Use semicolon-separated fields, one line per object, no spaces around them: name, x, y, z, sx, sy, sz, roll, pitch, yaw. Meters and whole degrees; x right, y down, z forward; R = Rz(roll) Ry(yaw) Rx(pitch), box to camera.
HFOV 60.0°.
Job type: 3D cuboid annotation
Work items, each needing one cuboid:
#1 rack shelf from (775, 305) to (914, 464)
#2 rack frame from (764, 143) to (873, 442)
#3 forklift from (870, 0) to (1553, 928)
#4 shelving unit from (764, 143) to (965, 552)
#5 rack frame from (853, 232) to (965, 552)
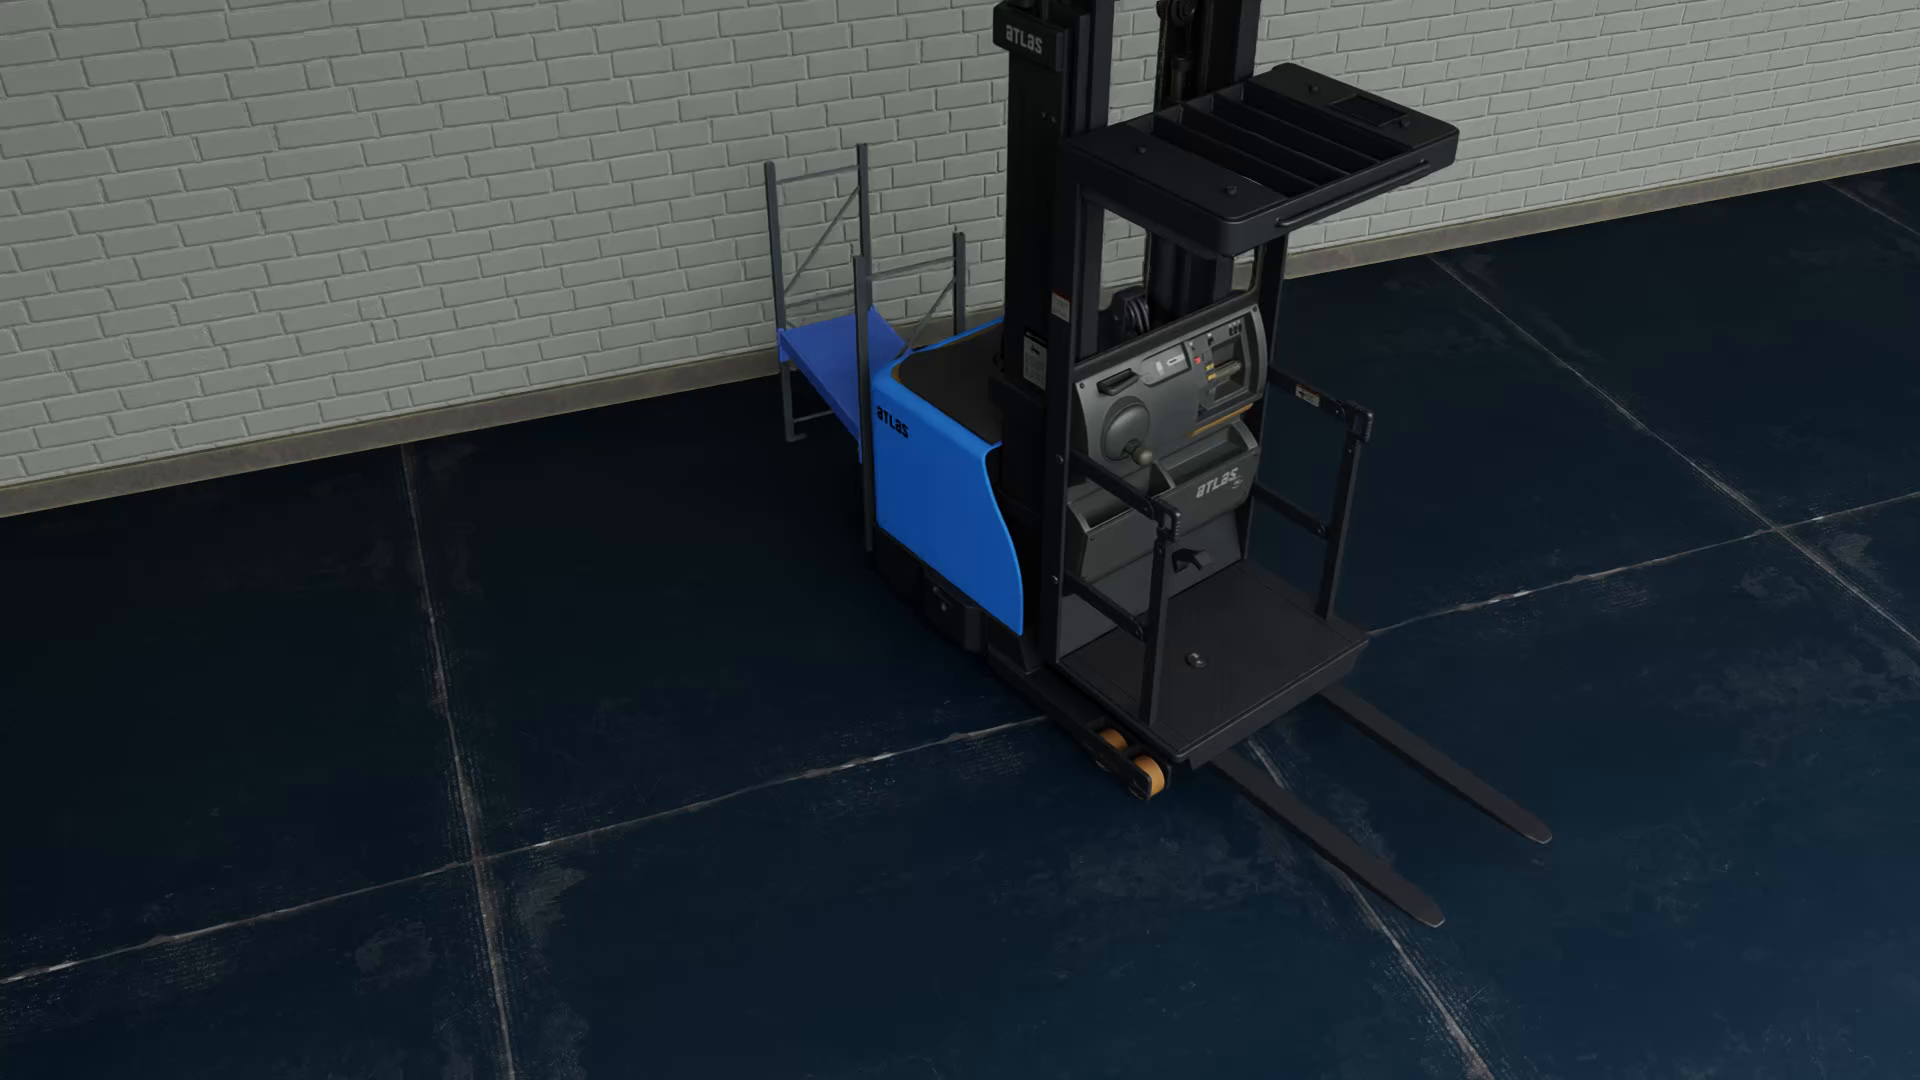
rack shelf;-0.434;-0.750;7.798;0.538;0.185;1.000;-17;40;-21
rack frame;-0.658;-1.168;8.054;0.500;1.500;0.032;-17;40;-21
forklift;0.923;-0.514;5.997;1.130;2.935;3.031;-26;44;-30
shelving unit;-0.434;-0.893;7.689;0.538;1.500;1.048;-17;40;-21
rack frame;-0.209;-0.619;7.325;0.500;1.500;0.032;-17;40;-21
